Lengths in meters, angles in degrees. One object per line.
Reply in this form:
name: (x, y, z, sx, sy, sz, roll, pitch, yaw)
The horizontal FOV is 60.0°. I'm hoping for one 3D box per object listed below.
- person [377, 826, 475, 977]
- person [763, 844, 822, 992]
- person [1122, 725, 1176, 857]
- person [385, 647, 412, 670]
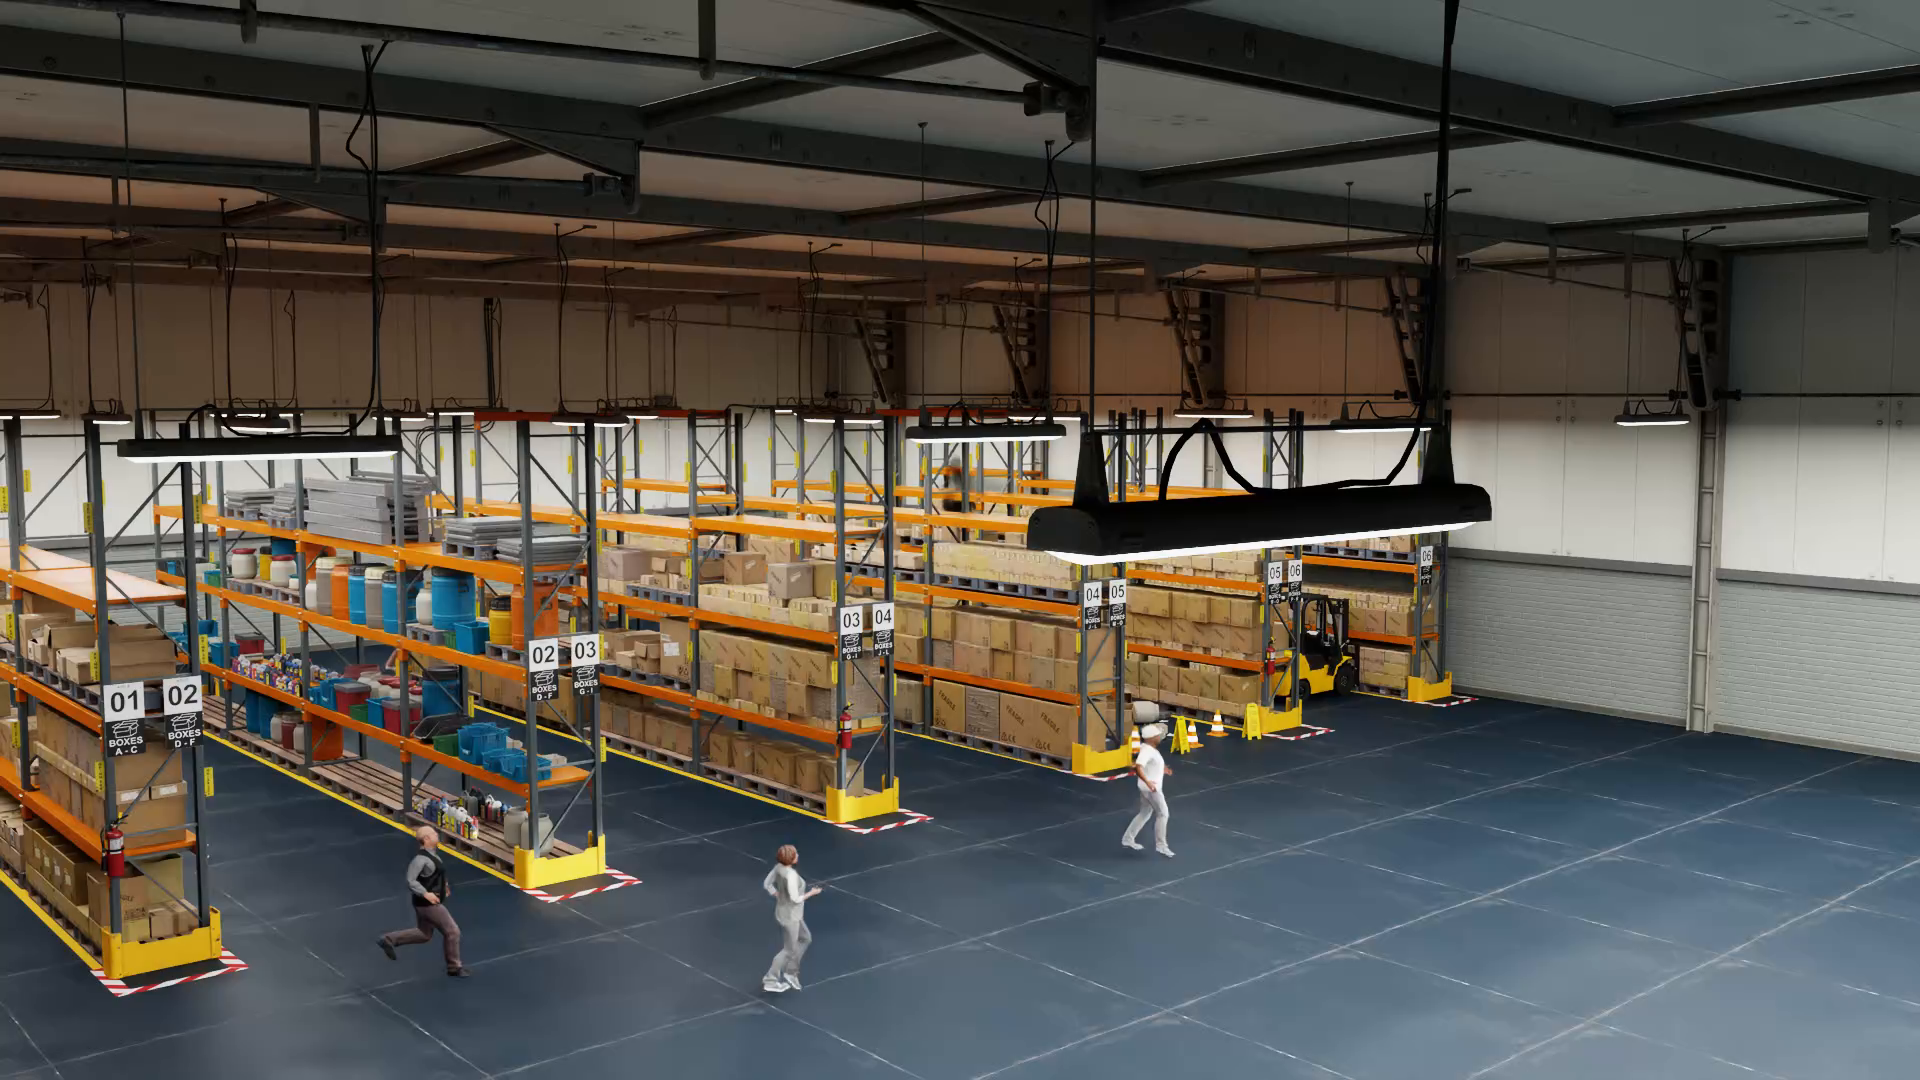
person: (-5.789, 3.936, 17.974, 1.000, 1.717, 0.636, -2, 5, -20)
person: (-1.777, 4.003, 17.538, 0.640, 1.604, 0.514, -2, 5, -18)
person: (2.600, 3.448, 22.856, 0.746, 1.822, 0.687, 0, 5, -4)
person: (-12.726, 2.190, 37.869, 0.757, 1.689, 0.609, -2, 5, -23)
